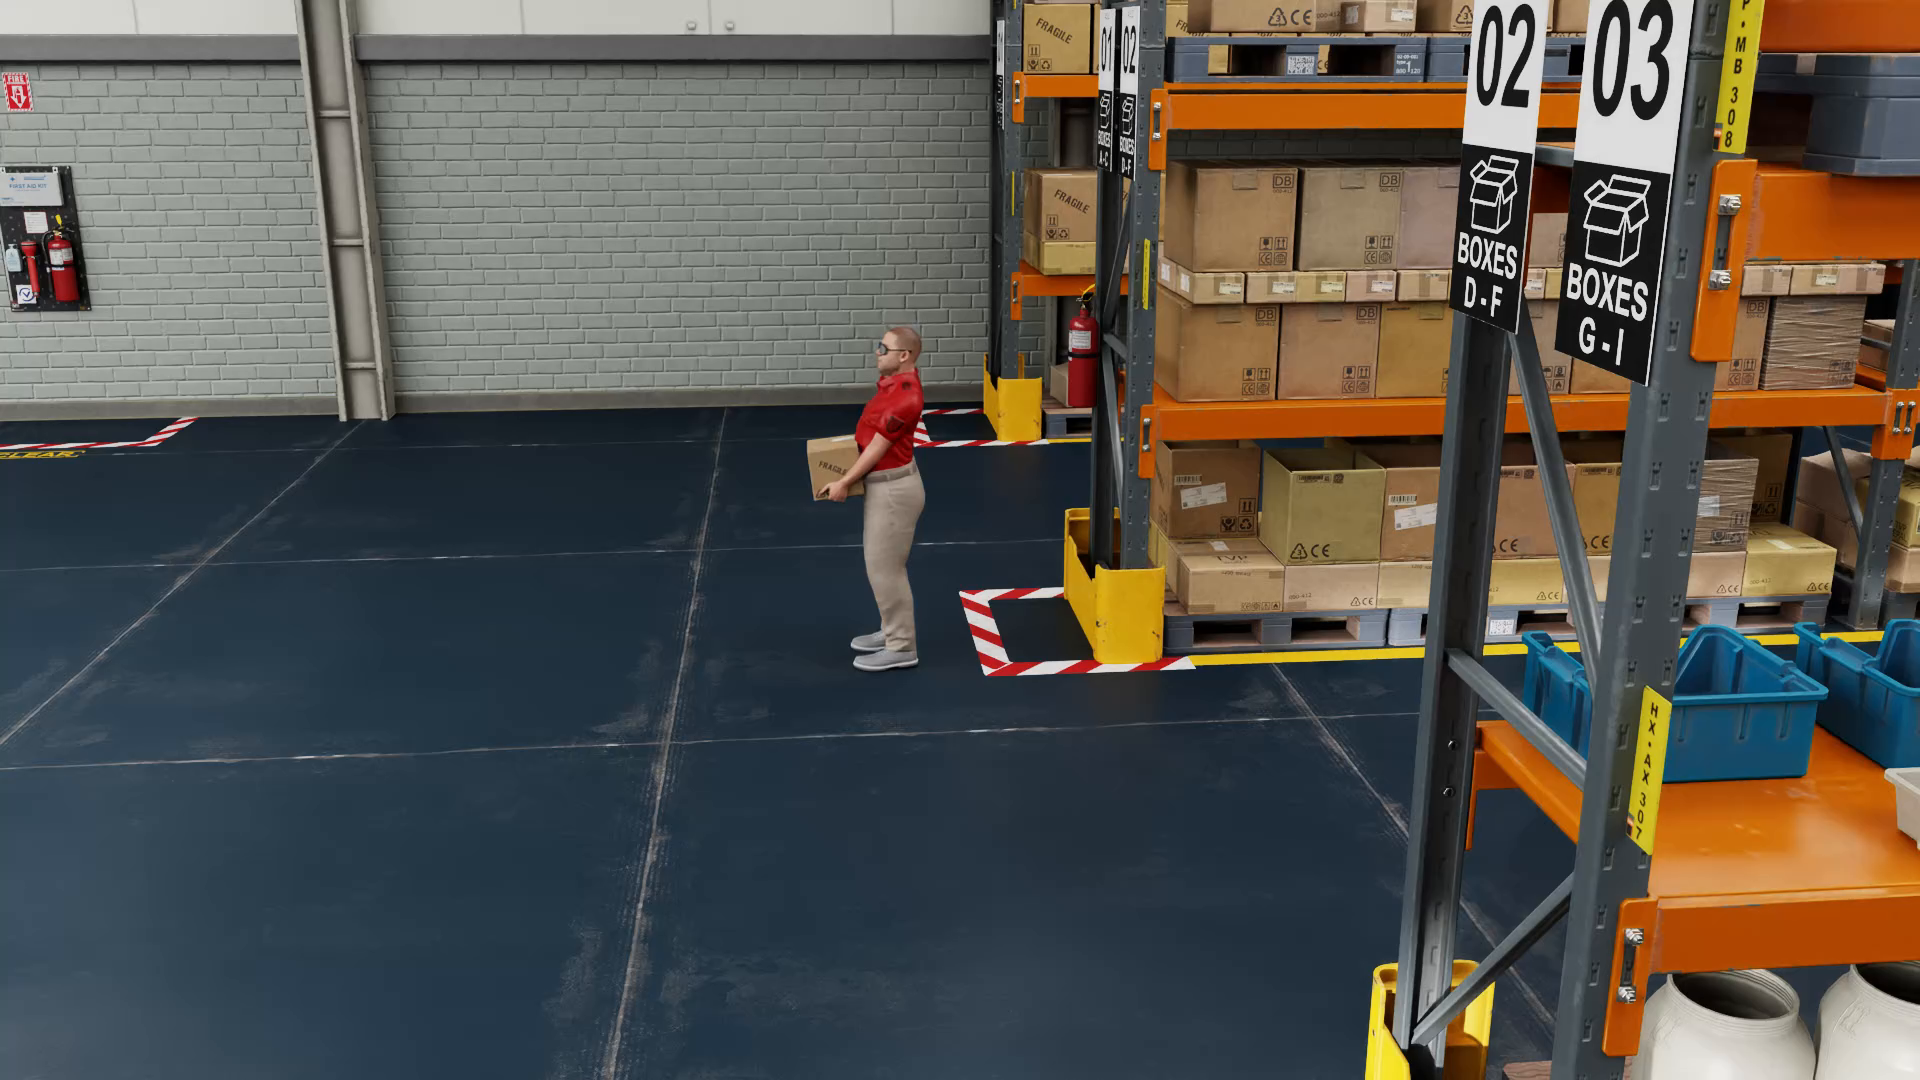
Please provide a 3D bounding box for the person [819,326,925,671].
[{"bbox_3d":[-0.440,-0.212,8.301,0.530,1.714,0.494,-1,17,-5],"label":"person"}]
